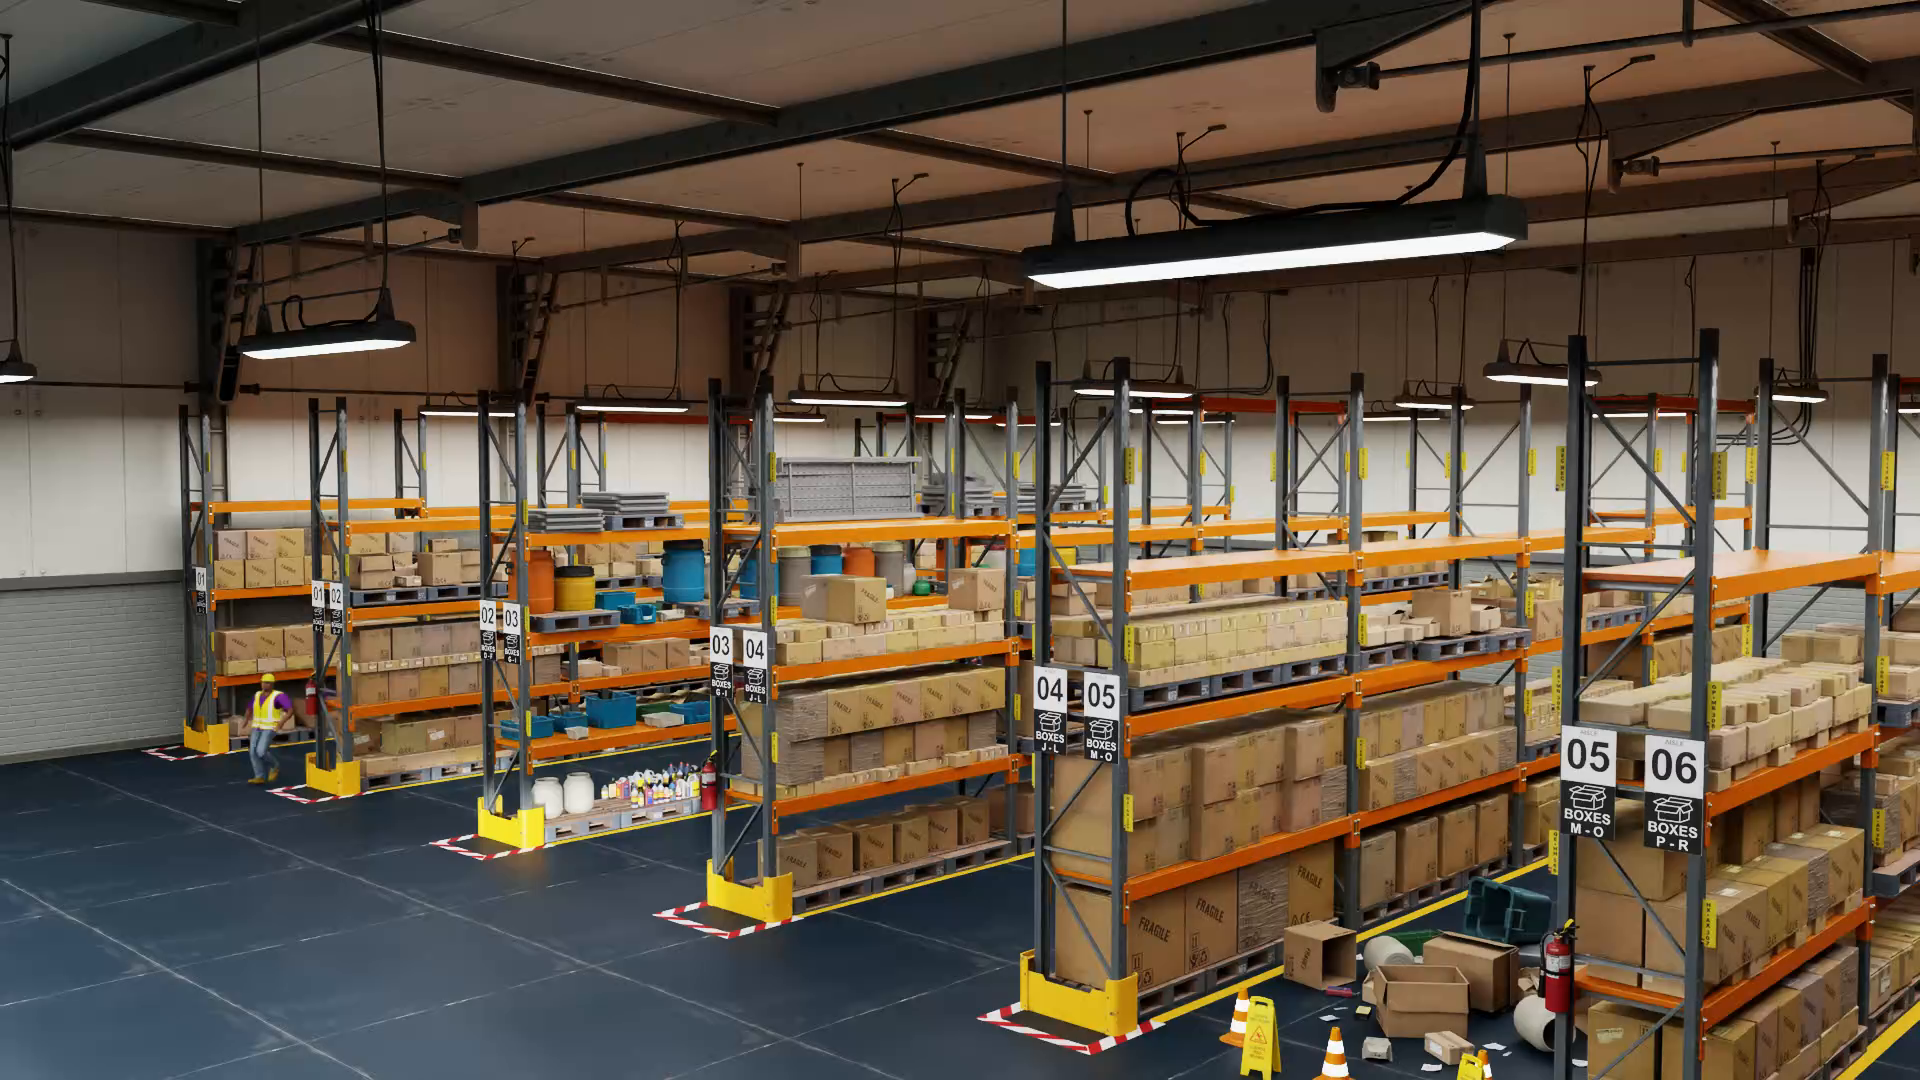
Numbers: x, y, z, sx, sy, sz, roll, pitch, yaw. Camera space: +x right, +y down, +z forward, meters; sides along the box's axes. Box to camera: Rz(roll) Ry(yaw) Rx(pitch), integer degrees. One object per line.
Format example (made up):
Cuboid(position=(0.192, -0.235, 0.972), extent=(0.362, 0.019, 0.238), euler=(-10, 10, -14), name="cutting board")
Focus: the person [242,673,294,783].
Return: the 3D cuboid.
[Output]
Cuboid(position=(-10.812, 2.942, 25.843), extent=(0.764, 1.734, 0.512), euler=(1, 3, 17), name="person")
